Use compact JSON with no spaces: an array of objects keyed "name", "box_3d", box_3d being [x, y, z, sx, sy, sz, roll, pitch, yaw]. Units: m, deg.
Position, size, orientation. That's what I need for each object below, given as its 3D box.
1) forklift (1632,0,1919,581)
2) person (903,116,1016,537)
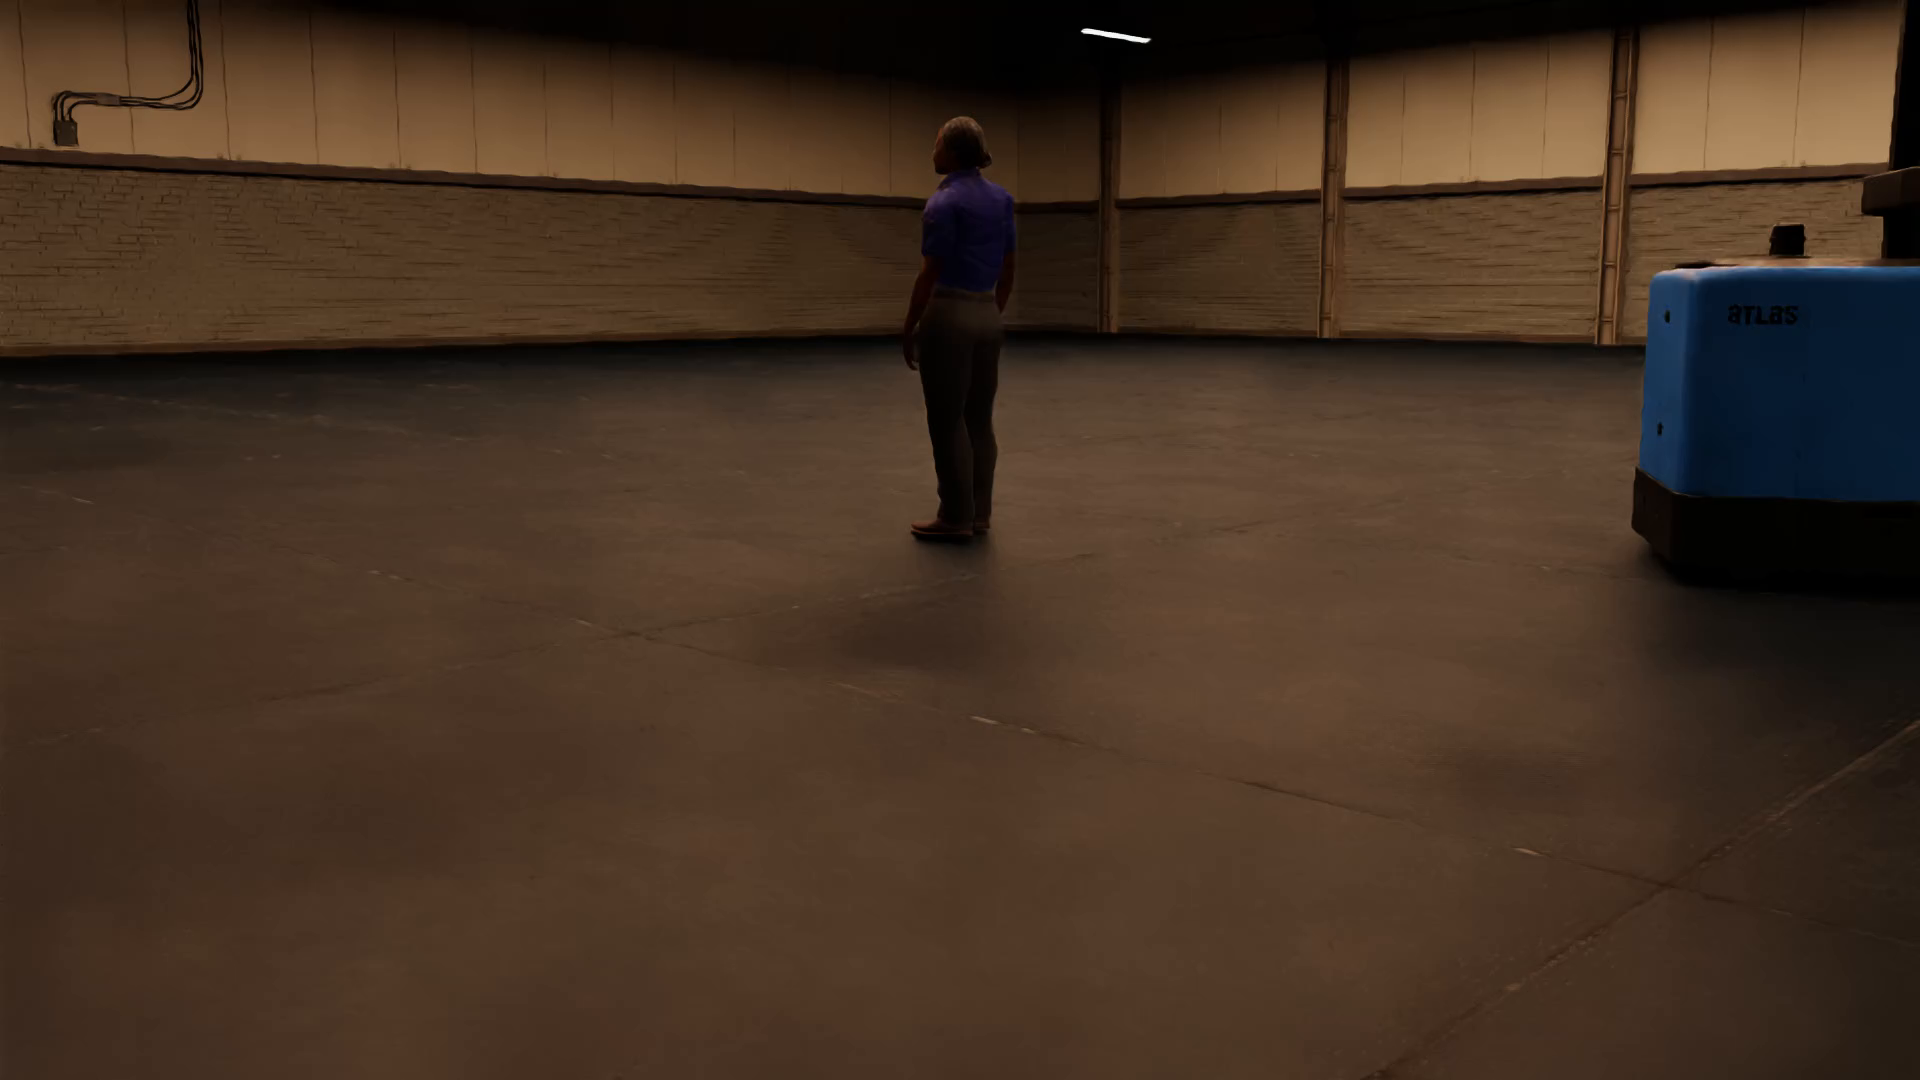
[{"name":"forklift","box_3d":[4.019,-1.312,5.587,3.031,2.935,1.130,2,9,14]},{"name":"person","box_3d":[-0.049,-0.836,6.667,0.503,1.654,0.570,8,12,43]}]
